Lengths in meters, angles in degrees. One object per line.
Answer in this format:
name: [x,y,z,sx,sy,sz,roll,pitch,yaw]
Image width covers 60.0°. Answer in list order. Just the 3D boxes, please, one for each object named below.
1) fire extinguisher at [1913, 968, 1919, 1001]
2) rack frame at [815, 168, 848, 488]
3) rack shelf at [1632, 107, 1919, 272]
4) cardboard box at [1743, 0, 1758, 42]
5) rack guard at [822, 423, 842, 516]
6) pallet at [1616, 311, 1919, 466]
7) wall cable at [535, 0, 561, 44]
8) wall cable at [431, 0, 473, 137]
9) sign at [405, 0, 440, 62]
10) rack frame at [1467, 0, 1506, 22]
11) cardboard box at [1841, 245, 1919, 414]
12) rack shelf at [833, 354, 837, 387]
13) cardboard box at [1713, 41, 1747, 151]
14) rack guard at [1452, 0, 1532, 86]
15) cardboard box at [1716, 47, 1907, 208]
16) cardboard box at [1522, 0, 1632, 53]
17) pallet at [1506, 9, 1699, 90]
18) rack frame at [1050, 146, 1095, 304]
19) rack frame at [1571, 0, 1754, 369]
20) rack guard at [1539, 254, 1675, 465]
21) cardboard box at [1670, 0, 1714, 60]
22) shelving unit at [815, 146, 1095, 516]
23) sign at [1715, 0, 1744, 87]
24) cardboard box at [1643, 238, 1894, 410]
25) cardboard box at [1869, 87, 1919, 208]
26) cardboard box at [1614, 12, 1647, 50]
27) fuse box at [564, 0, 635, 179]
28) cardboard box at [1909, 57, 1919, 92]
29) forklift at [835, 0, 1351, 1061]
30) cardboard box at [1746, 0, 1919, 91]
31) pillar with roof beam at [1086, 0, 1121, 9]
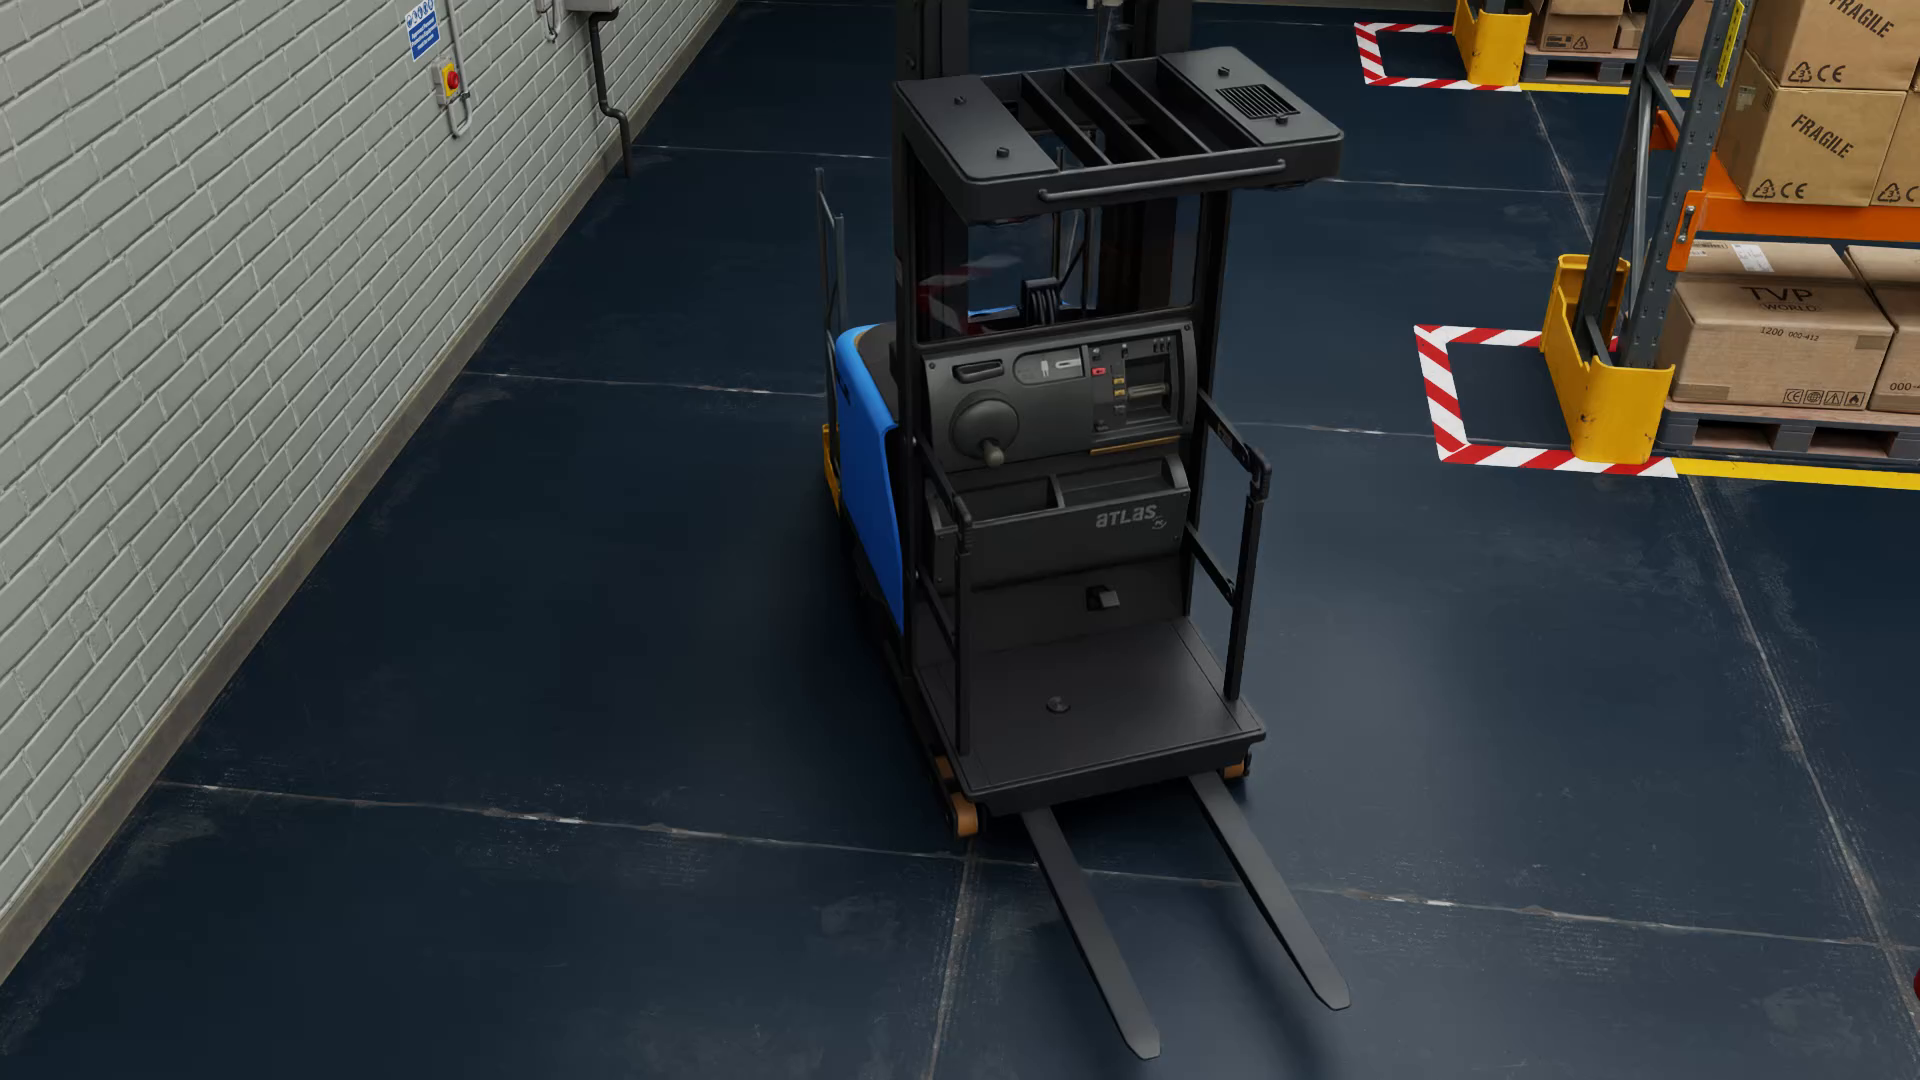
fire extinguisher: [2.421,0.846,3.871,0.183,0.674,0.296,4,36,6]
rack frame: [-0.522,-0.770,7.038,0.032,1.500,0.500,-8,36,-11]
rack shelf: [5.126,-1.472,7.350,4.000,0.370,1.077,4,36,6]
cardboard box: [3.651,-2.462,7.171,0.500,0.500,0.500,5,36,8]
rack guard: [-0.521,-0.261,7.401,0.087,0.250,0.587,-8,36,-11]
pallet: [3.946,-0.764,8.138,1.213,0.211,1.003,4,36,6]
wall cable: [-2.284,-3.548,8.765,0.122,1.984,0.588,4,36,6]
wall cable: [-2.453,-2.743,7.610,0.123,1.953,0.585,4,36,6]
sign: [-2.520,-2.403,7.803,0.001,0.218,0.327,4,36,6]
rack frame: [3.771,-4.773,11.356,0.127,3.000,1.000,4,36,6]
cardboard box: [4.719,-0.987,7.895,0.875,0.438,0.875,5,36,7]
rack shelf: [-0.027,-0.691,7.237,1.000,0.185,0.538,-8,36,-11]
cardboard box: [3.655,-2.070,7.483,0.500,0.500,0.500,4,36,6]
rack guard: [3.847,-3.750,12.074,0.348,0.500,1.175,4,36,6]
cardboard box: [3.582,-1.753,7.037,0.500,0.500,0.500,4,36,6]
cardboard box: [4.366,-3.828,11.819,0.637,0.503,0.797,3,36,4]
pallet: [4.637,-3.574,12.076,1.213,0.211,1.003,4,36,6]
rack frame: [0.468,-0.905,7.227,0.032,1.500,0.500,-8,36,-11]
rack frame: [3.143,-1.913,7.348,0.127,3.000,1.000,4,36,6]
rack guard: [3.119,-0.897,8.077,0.348,0.500,1.175,4,36,6]
cardboard box: [5.209,-3.741,11.700,0.500,0.500,0.700,6,36,8]
shelving unit: [-0.036,-0.836,7.131,1.083,1.500,0.587,-8,36,-11]
sign: [3.066,-1.978,6.626,0.005,0.325,0.100,4,36,6]
cardboard box: [3.810,-1.050,7.983,0.875,0.438,0.875,3,36,4]
cardboard box: [4.087,-1.731,7.008,0.500,0.500,0.500,4,36,5]
cardboard box: [4.782,-3.630,11.847,0.250,0.149,0.380,3,36,4]
fuse box: [-2.041,-2.992,9.969,0.414,1.711,0.539,4,36,6]
cardboard box: [4.096,-2.127,6.701,0.500,0.500,0.500,3,36,5]
forklift: [0.404,-0.416,5.310,1.130,2.935,3.031,-10,37,-14]
cardboard box: [3.582,-2.161,6.749,0.500,0.500,0.500,4,36,5]
pillar with roof beam: [0.663,-5.453,7.145,0.400,9.000,9.100,4,36,6]
